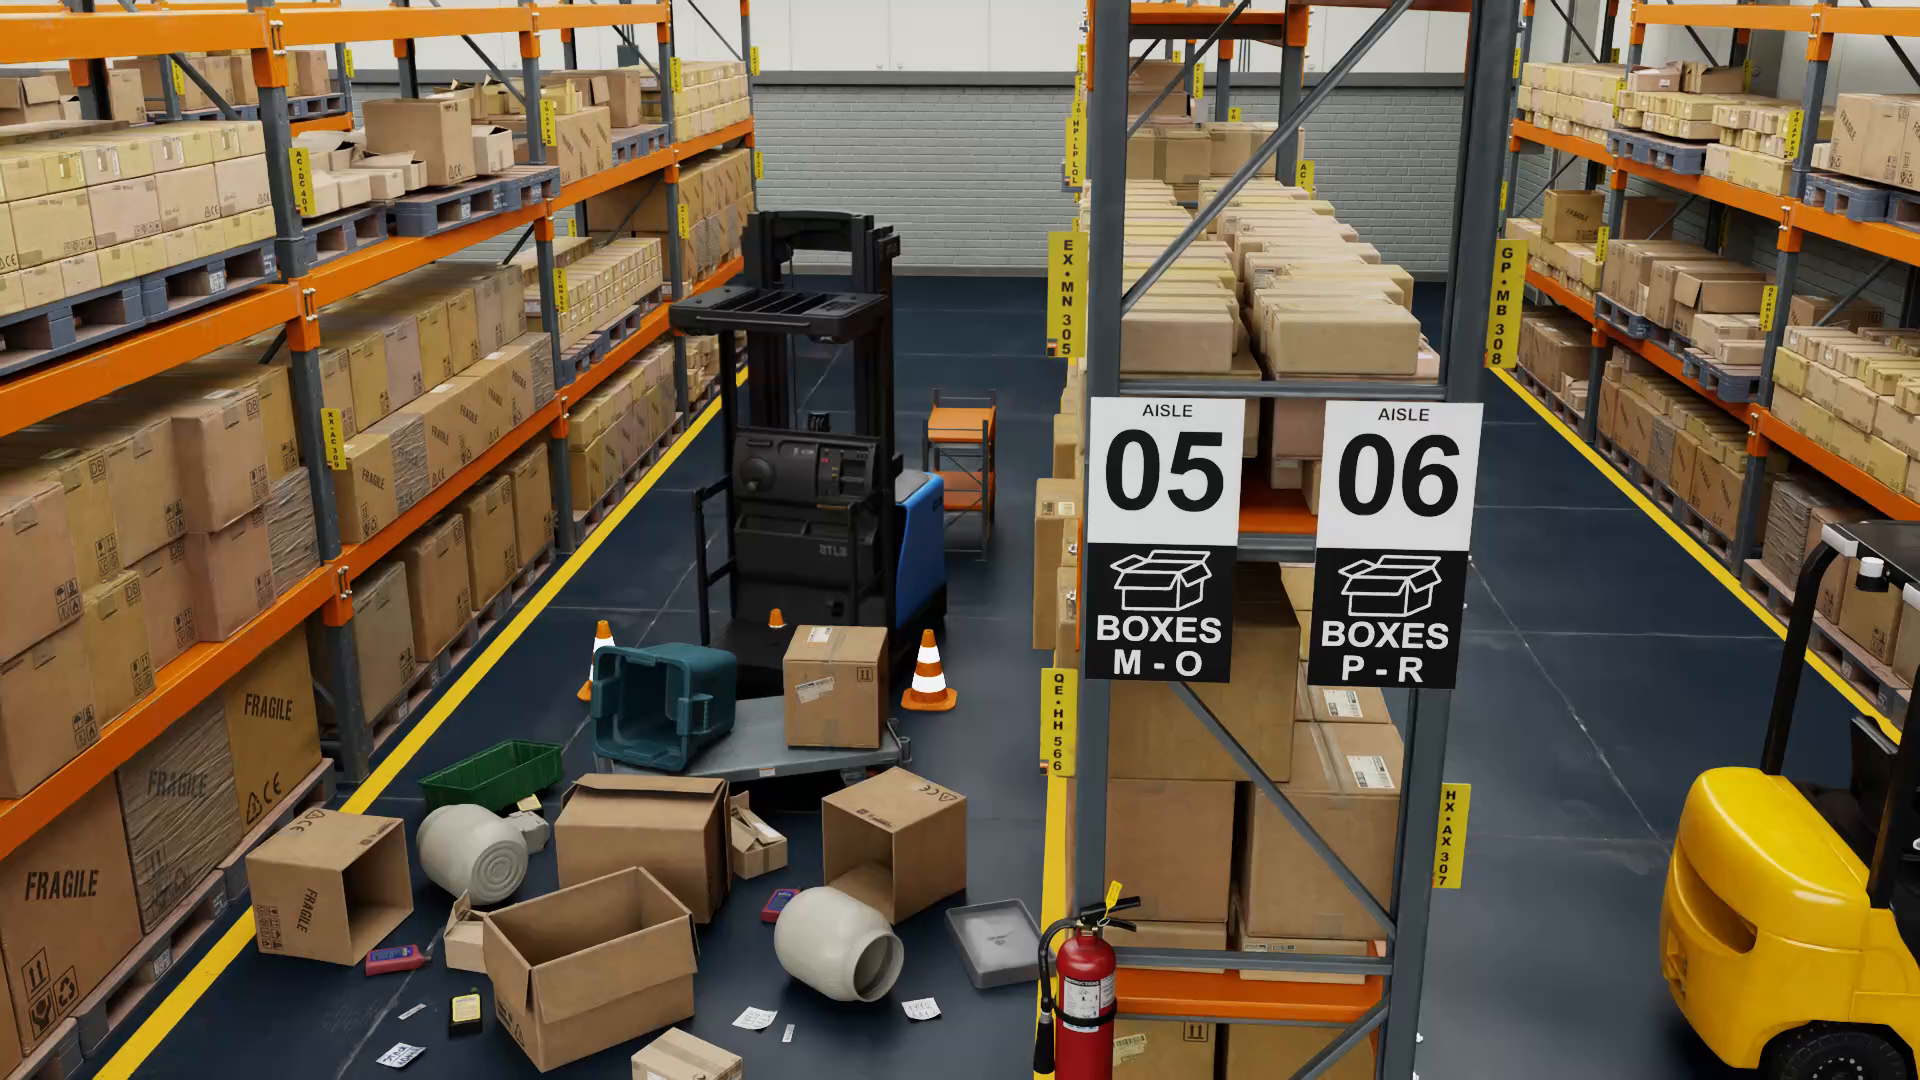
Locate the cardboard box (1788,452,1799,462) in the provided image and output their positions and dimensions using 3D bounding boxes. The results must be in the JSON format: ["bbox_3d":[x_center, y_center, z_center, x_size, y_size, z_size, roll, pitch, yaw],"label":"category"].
[{"bbox_3d":[6.748,-0.700,13.040,0.380,0.149,0.250,2,18,6],"label":"cardboard box"}]

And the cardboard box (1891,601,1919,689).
[{"bbox_3d":[6.156,0.625,9.837,0.875,0.625,0.625,1,18,3],"label":"cardboard box"}]

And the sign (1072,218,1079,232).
[{"bbox_3d":[1.135,-2.956,16.109,0.100,0.325,0.005,1,18,4],"label":"sign"}]

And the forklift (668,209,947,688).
[{"bbox_3d":[-1.024,-0.438,10.053,1.130,2.935,3.031,6,19,17],"label":"forklift"}]

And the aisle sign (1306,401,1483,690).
[{"bbox_3d":[1.134,0.023,4.361,0.394,0.787,0.004,1,18,4],"label":"aisle sign"}]

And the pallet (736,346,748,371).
[{"bbox_3d":[-3.068,-2.216,19.847,1.003,0.211,1.213,1,18,4],"label":"pallet"}]

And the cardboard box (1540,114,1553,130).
[{"bbox_3d":[6.512,-4.522,17.992,0.380,0.149,0.250,1,18,4],"label":"cardboard box"}]

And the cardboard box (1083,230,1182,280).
[{"bbox_3d":[0.635,-1.042,6.090,0.380,0.149,0.250,2,18,5],"label":"cardboard box"}]

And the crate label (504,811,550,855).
[{"bbox_3d":[-2.279,1.514,8.581,0.298,0.136,0.250,-13,22,-34],"label":"crate label"}]

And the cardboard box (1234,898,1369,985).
[{"bbox_3d":[1.060,1.251,5.193,0.380,0.149,0.250,1,18,4],"label":"cardboard box"}]

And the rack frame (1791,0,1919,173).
[{"bbox_3d":[6.353,-3.994,11.160,1.000,3.000,0.127,1,18,4],"label":"rack frame"}]

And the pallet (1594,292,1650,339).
[{"bbox_3d":[6.474,-2.048,15.165,1.003,0.211,1.213,1,18,4],"label":"pallet"}]

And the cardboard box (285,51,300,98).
[{"bbox_3d":[-8.053,-5.344,19.101,0.700,0.500,0.500,1,18,2],"label":"cardboard box"}]

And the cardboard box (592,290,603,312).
[{"bbox_3d":[-3.238,-2.022,14.027,0.380,0.149,0.250,1,18,4],"label":"cardboard box"}]

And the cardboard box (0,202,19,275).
[{"bbox_3d":[-3.754,-1.048,5.916,0.500,0.250,0.500,1,18,3],"label":"cardboard box"}]

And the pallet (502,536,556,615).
[{"bbox_3d":[-3.674,0.237,12.362,1.003,0.211,1.213,1,18,4],"label":"pallet"}]

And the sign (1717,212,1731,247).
[{"bbox_3d":[7.194,-2.924,15.671,0.100,0.325,0.005,1,18,4],"label":"sign"}]

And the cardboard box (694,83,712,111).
[{"bbox_3d":[-2.891,-4.620,17.327,0.500,0.250,0.500,2,18,5],"label":"cardboard box"}]

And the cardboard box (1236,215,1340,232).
[{"bbox_3d":[1.285,-1.187,6.535,0.380,0.149,0.250,1,18,5],"label":"cardboard box"}]

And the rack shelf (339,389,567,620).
[{"bbox_3d":[-3.686,-0.369,10.886,1.077,0.370,4.000,1,18,4],"label":"rack shelf"}]

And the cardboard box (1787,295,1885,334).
[{"bbox_3d":[6.546,-1.546,12.490,0.500,0.500,0.500,2,18,7],"label":"cardboard box"}]

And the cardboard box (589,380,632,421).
[{"bbox_3d":[-3.167,-1.219,14.463,0.500,0.250,0.500,1,18,4],"label":"cardboard box"}]

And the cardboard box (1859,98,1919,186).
[{"bbox_3d":[6.122,-2.484,10.375,0.700,0.500,0.500,1,18,3],"label":"cardboard box"}]

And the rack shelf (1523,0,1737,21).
[{"bbox_3d":[6.784,-5.514,16.959,1.077,0.370,4.000,1,18,4],"label":"rack shelf"}]

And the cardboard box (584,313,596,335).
[{"bbox_3d":[-3.253,-1.797,13.820,0.380,0.149,0.250,2,18,6],"label":"cardboard box"}]

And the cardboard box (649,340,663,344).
[{"bbox_3d":[-3.404,-2.054,17.824,0.380,0.149,0.250,2,18,6],"label":"cardboard box"}]

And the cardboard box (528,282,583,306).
[{"bbox_3d":[-3.277,-1.993,13.463,0.380,0.149,0.250,1,18,4],"label":"cardboard box"}]

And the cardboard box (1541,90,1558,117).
[{"bbox_3d":[6.558,-4.674,17.817,0.500,0.250,0.500,1,18,2],"label":"cardboard box"}]

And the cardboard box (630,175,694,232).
[{"bbox_3d":[-2.980,-3.373,16.655,0.500,0.500,0.500,2,18,5],"label":"cardboard box"}]

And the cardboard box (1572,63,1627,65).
[{"bbox_3d":[7.174,-5.216,18.668,0.500,0.250,0.500,1,18,2],"label":"cardboard box"}]

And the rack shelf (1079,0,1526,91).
[{"bbox_3d":[0.972,-1.897,5.920,1.077,0.370,4.000,1,18,4],"label":"rack shelf"}]

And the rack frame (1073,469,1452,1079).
[{"bbox_3d":[0.829,1.232,4.846,1.000,3.000,0.127,1,18,4],"label":"rack frame"}]

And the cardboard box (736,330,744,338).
[{"bbox_3d":[-2.757,-2.471,19.572,0.380,0.149,0.250,1,18,2],"label":"cardboard box"}]

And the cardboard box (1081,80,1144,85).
[{"bbox_3d":[1.239,-3.479,13.571,0.500,0.500,0.500,1,18,4],"label":"cardboard box"}]

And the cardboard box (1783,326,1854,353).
[{"bbox_3d":[6.037,-1.406,11.695,0.380,0.149,0.250,2,18,6],"label":"cardboard box"}]

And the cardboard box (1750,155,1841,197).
[{"bbox_3d":[6.148,-2.662,12.153,0.500,0.250,0.500,1,18,2],"label":"cardboard box"}]

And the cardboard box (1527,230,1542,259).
[{"bbox_3d":[6.557,-3.249,18.283,0.500,0.250,0.500,1,18,3],"label":"cardboard box"}]

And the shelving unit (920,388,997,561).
[{"bbox_3d":[0.000,-0.537,13.254,0.538,1.125,1.048,1,18,4],"label":"shelving unit"}]

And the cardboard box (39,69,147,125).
[{"bbox_3d":[-8.227,-4.208,15.797,0.700,0.500,0.500,2,18,5],"label":"cardboard box"}]

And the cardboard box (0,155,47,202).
[{"bbox_3d":[-3.664,-1.350,6.196,0.380,0.149,0.250,2,18,5],"label":"cardboard box"}]

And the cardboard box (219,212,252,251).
[{"bbox_3d":[-3.554,-1.444,7.764,0.380,0.149,0.250,2,18,5],"label":"cardboard box"}]

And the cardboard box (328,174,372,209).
[{"bbox_3d":[-3.507,-1.959,9.336,0.250,0.149,0.380,1,18,4],"label":"cardboard box"}]

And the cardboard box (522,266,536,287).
[{"bbox_3d":[-3.869,-2.259,14.272,0.380,0.149,0.250,2,18,7],"label":"cardboard box"}]

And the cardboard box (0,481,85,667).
[{"bbox_3d":[-3.927,0.110,6.294,0.875,0.550,0.550,1,18,4],"label":"cardboard box"}]

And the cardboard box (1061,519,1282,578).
[{"bbox_3d":[0.691,0.247,5.606,0.700,0.500,0.500,1,18,4],"label":"cardboard box"}]

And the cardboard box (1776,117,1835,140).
[{"bbox_3d":[6.083,-2.941,11.888,0.380,0.149,0.250,2,18,6],"label":"cardboard box"}]

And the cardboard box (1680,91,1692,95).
[{"bbox_3d":[6.735,-3.984,15.038,0.380,0.149,0.250,1,18,3],"label":"cardboard box"}]

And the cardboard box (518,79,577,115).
[{"bbox_3d":[-3.201,-3.448,12.921,0.396,0.266,0.258,1,18,4],"label":"cardboard box"}]

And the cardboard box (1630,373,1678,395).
[{"bbox_3d":[6.399,-1.432,15.274,0.380,0.149,0.250,0,18,1],"label":"cardboard box"}]

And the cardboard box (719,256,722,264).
[{"bbox_3d":[-2.890,-3.191,18.749,0.380,0.149,0.250,1,18,2],"label":"cardboard box"}]

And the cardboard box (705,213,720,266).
[{"bbox_3d":[-2.868,-3.221,17.796,0.500,0.500,0.500,1,18,3],"label":"cardboard box"}]

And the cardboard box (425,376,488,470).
[{"bbox_3d":[-3.412,-0.764,10.777,0.500,0.500,0.500,2,18,5],"label":"cardboard box"}]

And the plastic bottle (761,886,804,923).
[{"bbox_3d":[-0.848,1.745,7.999,0.133,0.061,0.283,4,19,13],"label":"plastic bottle"}]

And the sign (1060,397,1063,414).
[{"bbox_3d":[0.562,-0.572,8.491,0.100,0.325,0.005,1,18,4],"label":"sign"}]

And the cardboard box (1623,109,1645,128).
[{"bbox_3d":[6.169,-3.775,14.877,0.380,0.149,0.250,1,18,5],"label":"cardboard box"}]
